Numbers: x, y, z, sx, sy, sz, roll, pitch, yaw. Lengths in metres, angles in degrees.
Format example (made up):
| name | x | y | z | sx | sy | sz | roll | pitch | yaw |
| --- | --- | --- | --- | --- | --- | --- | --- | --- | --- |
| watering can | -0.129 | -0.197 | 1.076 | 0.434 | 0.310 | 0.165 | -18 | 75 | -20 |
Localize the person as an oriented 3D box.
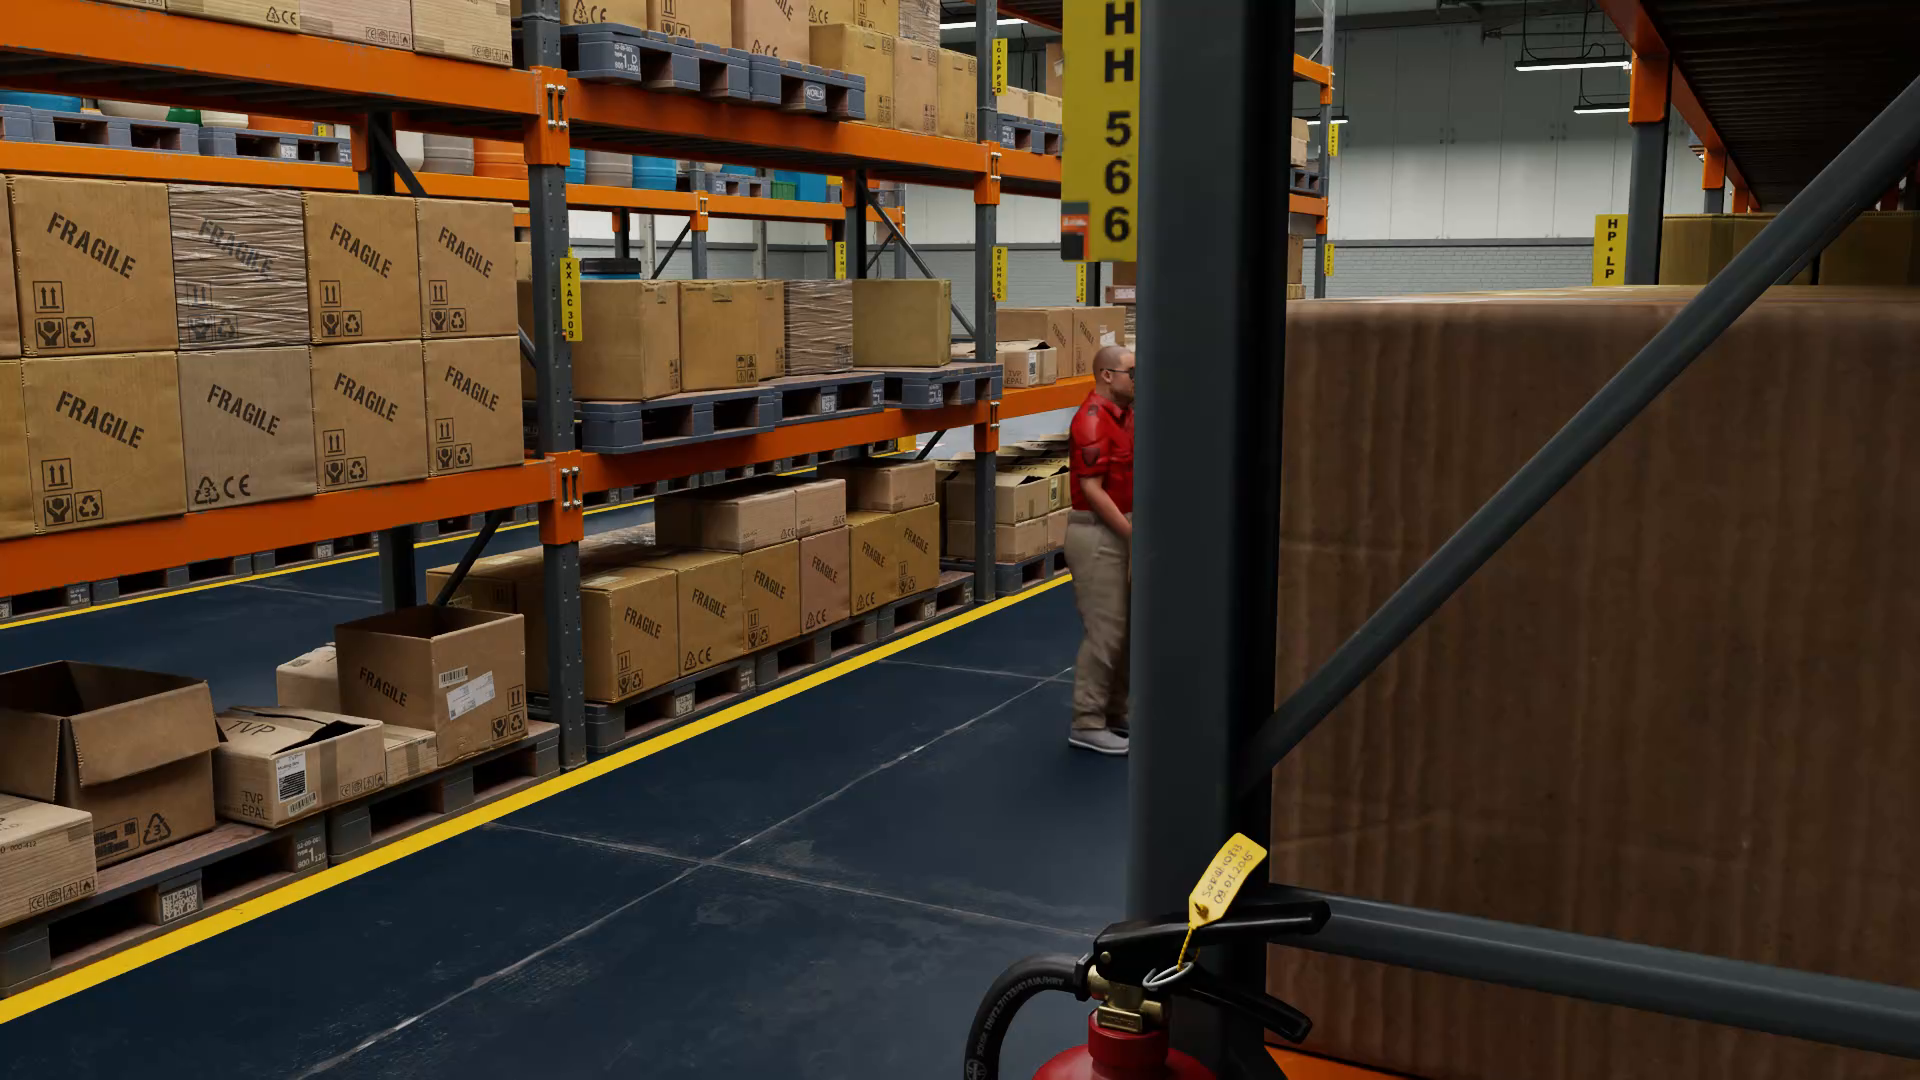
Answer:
| name | x | y | z | sx | sy | sz | roll | pitch | yaw |
| --- | --- | --- | --- | --- | --- | --- | --- | --- | --- |
| person | 0.672 | 0.026 | 7.232 | 0.389 | 1.730 | 0.563 | 4 | 10 | 24 |
